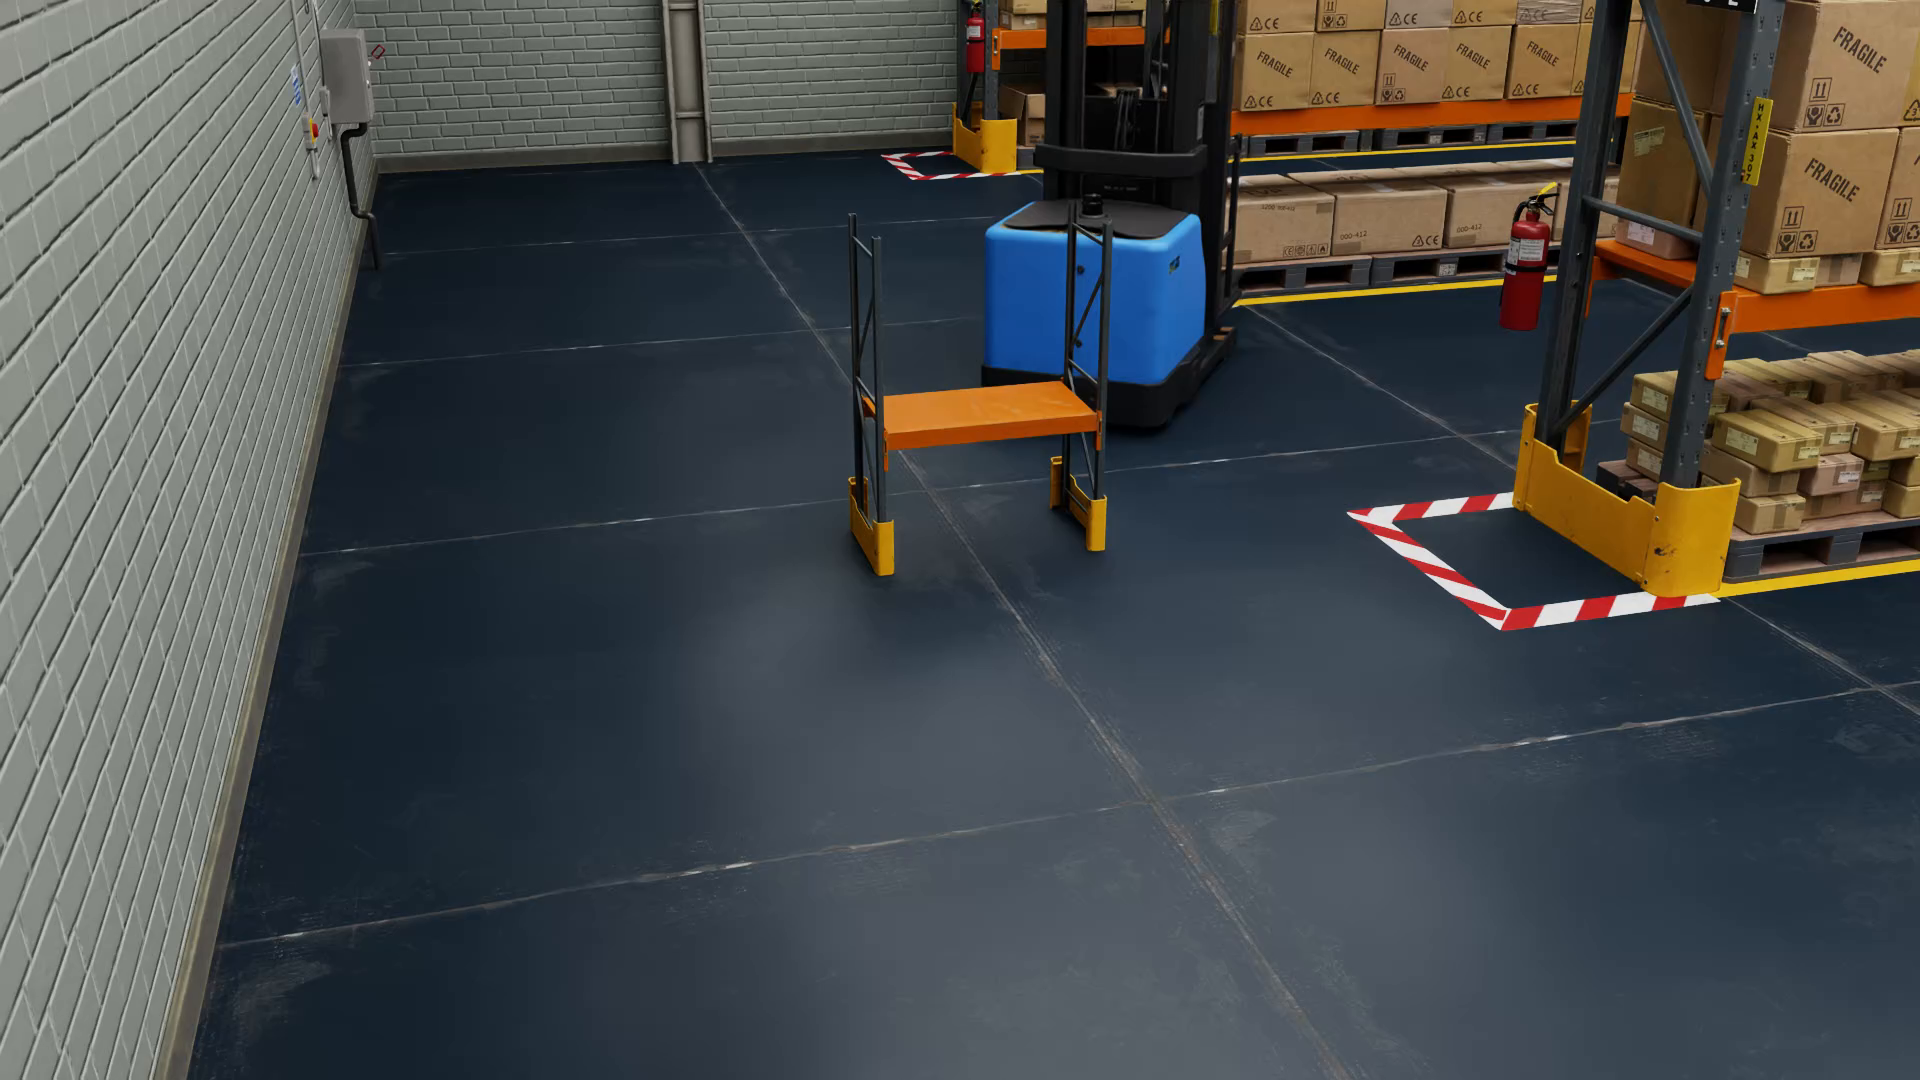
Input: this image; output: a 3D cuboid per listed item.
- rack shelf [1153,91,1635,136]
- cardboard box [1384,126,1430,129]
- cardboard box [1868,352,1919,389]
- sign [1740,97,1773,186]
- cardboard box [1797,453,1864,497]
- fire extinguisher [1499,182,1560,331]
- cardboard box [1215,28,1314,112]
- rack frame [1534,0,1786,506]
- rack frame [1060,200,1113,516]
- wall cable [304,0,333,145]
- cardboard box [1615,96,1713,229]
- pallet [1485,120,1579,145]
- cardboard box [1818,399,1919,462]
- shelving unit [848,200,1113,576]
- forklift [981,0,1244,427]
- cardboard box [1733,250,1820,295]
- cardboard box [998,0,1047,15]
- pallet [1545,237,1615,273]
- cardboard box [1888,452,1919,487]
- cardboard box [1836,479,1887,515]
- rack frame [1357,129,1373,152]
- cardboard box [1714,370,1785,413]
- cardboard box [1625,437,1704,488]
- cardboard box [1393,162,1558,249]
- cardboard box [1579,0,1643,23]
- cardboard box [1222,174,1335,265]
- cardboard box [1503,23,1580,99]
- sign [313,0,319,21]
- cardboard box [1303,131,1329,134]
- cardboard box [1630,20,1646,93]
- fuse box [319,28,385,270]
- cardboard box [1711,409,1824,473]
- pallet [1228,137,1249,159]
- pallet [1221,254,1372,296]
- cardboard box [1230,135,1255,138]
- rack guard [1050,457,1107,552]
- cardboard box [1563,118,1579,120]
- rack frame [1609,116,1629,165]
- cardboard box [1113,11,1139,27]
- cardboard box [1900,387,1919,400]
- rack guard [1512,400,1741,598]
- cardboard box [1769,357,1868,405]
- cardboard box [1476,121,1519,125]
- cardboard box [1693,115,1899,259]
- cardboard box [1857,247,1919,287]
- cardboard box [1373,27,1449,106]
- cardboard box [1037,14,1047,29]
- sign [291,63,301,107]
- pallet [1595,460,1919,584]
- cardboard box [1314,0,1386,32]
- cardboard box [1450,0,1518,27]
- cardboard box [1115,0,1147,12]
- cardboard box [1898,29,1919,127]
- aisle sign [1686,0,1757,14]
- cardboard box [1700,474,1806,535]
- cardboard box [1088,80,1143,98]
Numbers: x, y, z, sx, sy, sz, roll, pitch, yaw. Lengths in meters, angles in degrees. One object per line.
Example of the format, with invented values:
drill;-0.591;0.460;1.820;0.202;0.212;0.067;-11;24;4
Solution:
rack shelf;3.432;-3.105;12.095;4.000;0.370;1.077;-6;24;-14
cardboard box;4.539;-4.543;17.172;0.500;0.500;0.500;-5;24;-12
cardboard box;4.648;-0.783;8.100;0.250;0.149;0.380;-7;24;-16
sign;3.087;-1.546;6.451;0.005;0.325;0.100;-6;24;-14
cardboard box;3.793;-0.340;7.444;0.250;0.149;0.380;-6;24;-15
fire extinguisher;2.573;-1.296;7.537;0.183;0.674;0.296;-6;24;-14
cardboard box;2.046;-3.211;11.302;0.500;0.500;0.500;-7;24;-15
rack frame;2.940;-1.354;7.102;0.127;3.000;1.000;-6;24;-14
rack frame;0.572;-0.752;7.602;0.032;1.500;0.500;-6;24;-14
wall cable;-4.311;-3.617;11.088;0.122;1.984;0.588;-6;24;-14
cardboard box;3.303;-1.682;7.363;0.500;0.500;0.500;-6;24;-13
pallet;5.963;-4.484;17.932;1.213;0.211;1.003;-6;24;-14
cardboard box;4.047;-0.491;7.418;0.250;0.149;0.380;-6;24;-15
shelving unit;0.073;-0.697;7.473;1.083;1.500;0.587;-6;24;-14
forklift;1.115;-2.507;9.877;1.130;2.935;3.031;8;25;19
cardboard box;3.341;-1.149;6.942;0.250;0.149;0.380;-7;24;-15
cardboard box;0.671;-5.121;15.693;0.500;0.250;0.500;-6;24;-14
pallet;4.604;-2.316;12.880;1.213;0.211;1.003;-6;24;-14
cardboard box;4.281;-0.386;7.550;0.250;0.149;0.380;-6;24;-13
cardboard box;3.998;-0.259;7.633;0.250;0.149;0.380;-6;24;-14
rack frame;4.013;-5.533;16.841;0.127;3.000;1.000;-6;24;-14
cardboard box;3.639;-0.668;7.831;0.250;0.149;0.380;-6;24;-13
cardboard box;3.391;-0.372;7.897;0.250;0.149;0.380;-6;24;-13
cardboard box;3.862;-2.543;12.589;0.875;0.438;0.875;-7;24;-16
cardboard box;4.487;-3.948;11.753;0.500;0.500;0.500;-7;24;-15
cardboard box;2.114;-2.347;12.132;0.875;0.438;0.875;-7;24;-16
cardboard box;4.006;-3.432;11.818;0.500;0.500;0.500;-7;24;-15
sign;-4.528;-3.763;11.668;0.001;0.242;0.339;-6;24;-14
cardboard box;3.556;-4.245;16.922;0.250;0.149;0.380;-7;24;-16
cardboard box;4.980;-3.548;12.089;0.500;0.500;0.500;-6;24;-14
fuse box;-4.344;-2.834;12.185;0.414;1.711;0.539;-6;24;-14
cardboard box;3.537;-0.437;7.294;0.250;0.149;0.380;-7;24;-17
pallet;2.174;-4.047;16.915;1.213;0.211;1.003;-6;24;-14
pallet;2.255;-2.056;12.274;1.213;0.211;1.003;-6;24;-14
cardboard box;2.609;-4.367;16.761;0.500;0.500;0.700;-7;24;-16
rack guard;0.553;-0.176;7.843;0.087;0.250;0.587;-6;24;-14
cardboard box;6.527;-4.771;17.701;0.500;0.500;0.500;-5;24;-12
rack frame;5.357;-3.649;12.450;0.127;3.000;1.000;-6;24;-14
cardboard box;1.542;-5.042;16.016;0.250;0.149;0.380;-6;24;-14
cardboard box;4.533;-0.574;7.613;0.250;0.149;0.380;-5;24;-12
rack guard;3.013;-0.214;7.614;0.348;0.500;1.175;-6;24;-14
cardboard box;4.120;-0.747;8.016;0.250;0.149;0.380;-7;24;-16
cardboard box;5.531;-4.655;17.433;0.500;0.500;0.500;-7;24;-16
cardboard box;3.447;-1.480;6.891;0.500;0.500;0.500;-5;24;-12
cardboard box;3.848;-1.200;7.061;0.250;0.149;0.380;-7;24;-16
cardboard box;3.020;-3.323;11.563;0.500;0.500;0.500;-6;24;-15
cardboard box;0.784;-4.967;15.840;0.250;0.149;0.380;-6;24;-13
sign;-3.963;-2.713;9.925;0.001;0.218;0.327;-6;24;-14
pallet;3.805;-0.154;7.841;1.213;0.211;1.003;-6;24;-14
cardboard box;2.541;-3.729;11.242;0.500;0.500;0.500;-7;24;-16
cardboard box;3.514;-3.840;11.501;0.500;0.500;0.500;-6;24;-14
cardboard box;1.644;-5.230;15.947;0.500;0.250;0.500;-7;24;-15
cardboard box;3.928;-2.000;6.834;0.500;0.500;0.500;-6;24;-13
aisle sign;2.951;-2.427;6.306;0.004;0.787;0.394;-6;24;-14
cardboard box;3.531;-0.171;7.428;0.250;0.149;0.380;-6;24;-13
cardboard box;1.610;-4.257;16.504;0.500;0.500;0.700;-5;24;-12
